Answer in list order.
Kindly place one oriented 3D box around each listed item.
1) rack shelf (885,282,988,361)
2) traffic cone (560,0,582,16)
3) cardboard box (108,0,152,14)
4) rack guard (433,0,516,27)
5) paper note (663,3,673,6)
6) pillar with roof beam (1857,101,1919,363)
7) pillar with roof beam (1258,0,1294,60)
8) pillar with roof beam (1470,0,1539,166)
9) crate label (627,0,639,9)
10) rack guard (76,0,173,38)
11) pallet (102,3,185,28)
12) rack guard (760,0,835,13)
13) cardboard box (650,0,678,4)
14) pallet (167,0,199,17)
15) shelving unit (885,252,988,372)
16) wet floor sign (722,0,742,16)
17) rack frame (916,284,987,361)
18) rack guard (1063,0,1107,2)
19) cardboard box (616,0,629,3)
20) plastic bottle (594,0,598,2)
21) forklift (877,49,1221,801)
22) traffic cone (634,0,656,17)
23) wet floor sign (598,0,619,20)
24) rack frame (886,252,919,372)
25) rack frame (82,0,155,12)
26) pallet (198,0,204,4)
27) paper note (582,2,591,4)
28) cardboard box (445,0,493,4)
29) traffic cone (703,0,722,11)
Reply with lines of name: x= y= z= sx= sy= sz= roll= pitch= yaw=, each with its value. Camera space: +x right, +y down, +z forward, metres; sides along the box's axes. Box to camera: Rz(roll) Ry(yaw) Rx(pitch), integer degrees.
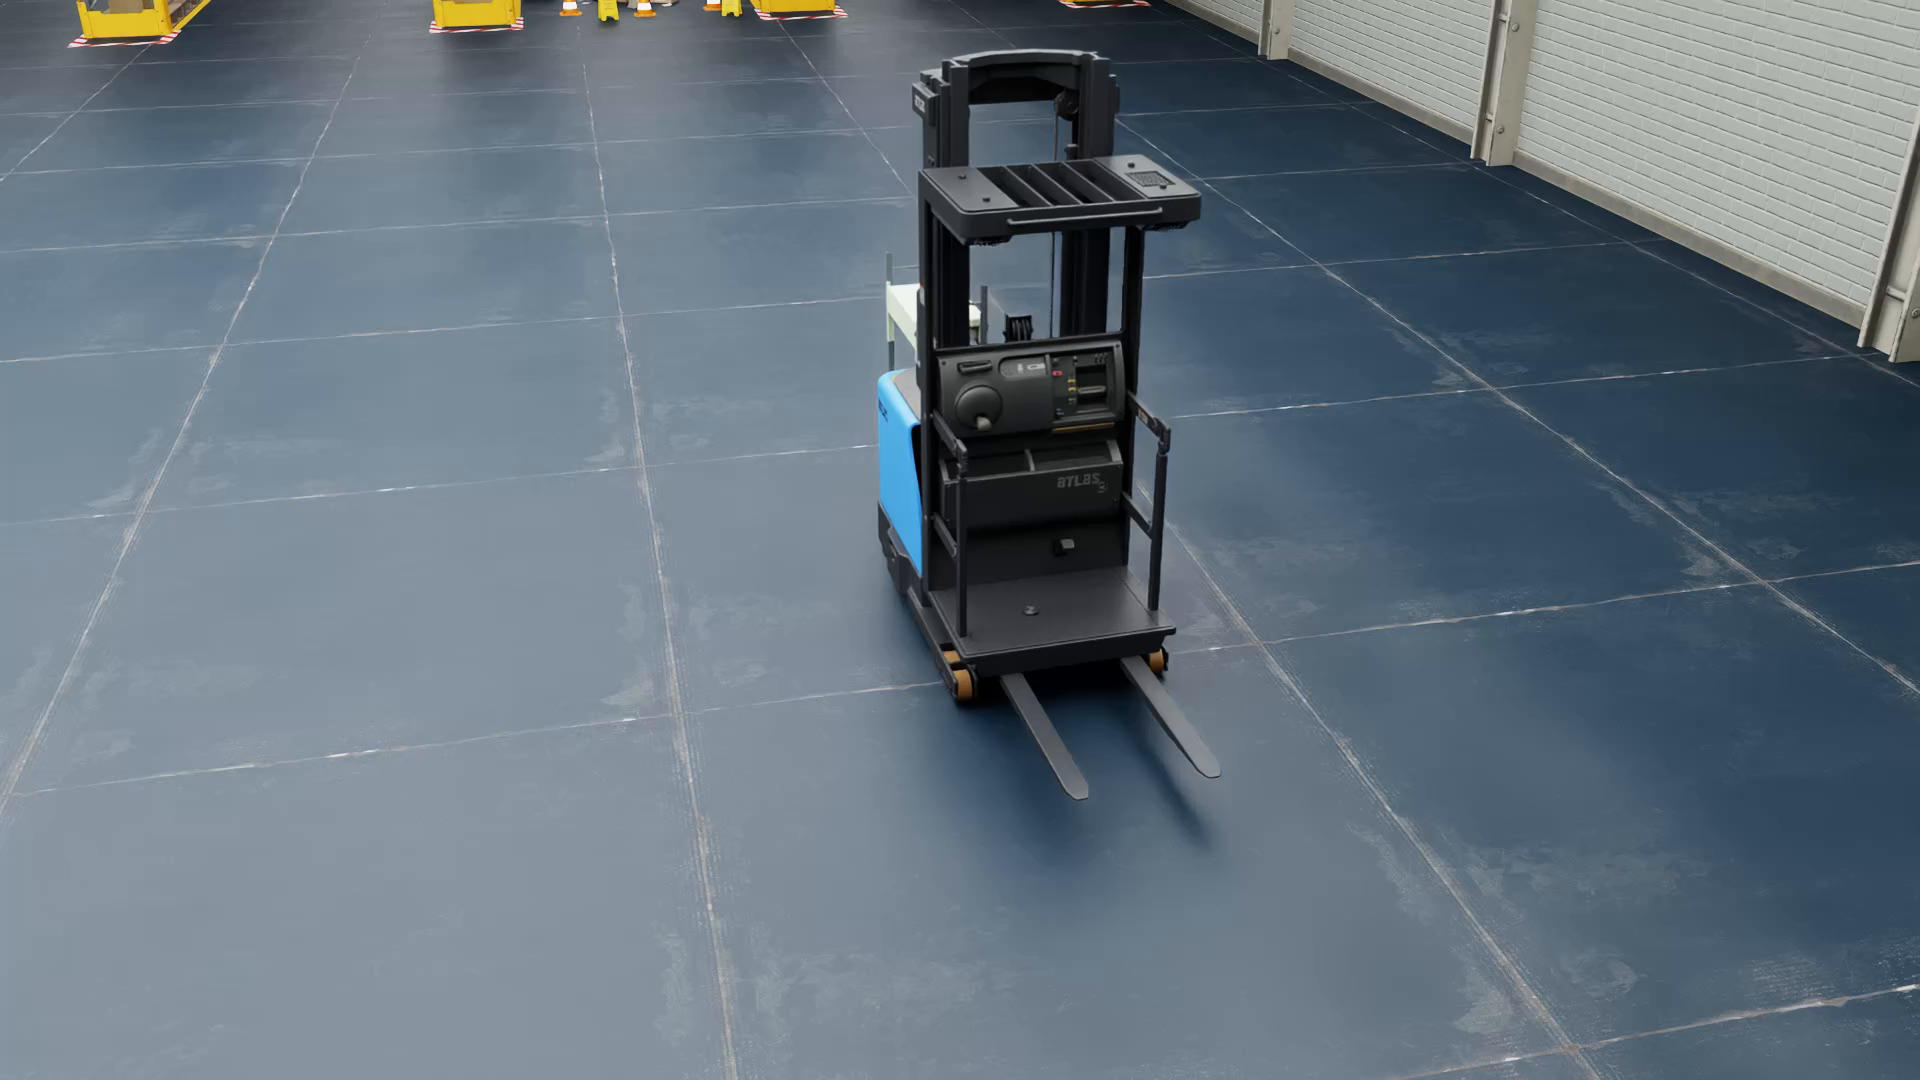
rack shelf: x=-0.143 y=-1.233 z=9.662 sx=0.431 sy=0.370 sz=0.720 roll=-7 pitch=28 yaw=-14
traffic cone: x=-6.106 y=-8.457 z=25.991 sx=0.336 sy=0.463 sz=0.334 roll=-6 pitch=27 yaw=-12
cardboard box: x=-12.349 y=-8.100 z=24.777 sx=0.500 sy=0.500 sz=0.500 roll=-1 pitch=27 yaw=-2
rack guard: x=-7.364 y=-8.085 z=25.214 sx=1.175 sy=0.500 sz=0.348 roll=-6 pitch=27 yaw=-12
paper note: x=-4.722 y=-8.646 z=26.846 sx=0.148 sy=0.019 sz=0.142 roll=-16 pitch=31 yaw=-29
pillar with roof beam: x=2.849 y=-5.001 z=9.670 sx=9.100 sy=9.000 sz=0.400 roll=-6 pitch=27 yaw=-12
pillar with roof beam: x=0.144 y=-10.269 z=20.108 sx=9.100 sy=9.000 sz=0.400 roll=-6 pitch=27 yaw=-12
pillar with roof beam: x=1.497 y=-7.635 z=14.889 sx=9.100 sy=9.000 sz=0.400 roll=-6 pitch=27 yaw=-12
crate label: x=-5.166 y=-8.615 z=26.667 sx=0.250 sy=0.136 sz=0.298 roll=-23 pitch=35 yaw=-38
rack guard: x=-12.242 y=-7.670 z=24.391 sx=1.175 sy=0.500 sz=0.348 roll=-6 pitch=27 yaw=-12
pallet: x=-12.391 y=-7.901 z=25.170 sx=1.003 sy=0.211 sz=1.213 roll=-6 pitch=27 yaw=-12
rack guard: x=-2.587 y=-8.676 z=26.385 sx=1.175 sy=0.500 sz=0.348 roll=-6 pitch=27 yaw=-12
cardboard box: x=-4.833 y=-8.856 z=27.131 sx=0.380 sy=0.149 sz=0.250 roll=8 pitch=28 yaw=15
pallet: x=-12.662 y=-8.436 z=26.229 sx=1.003 sy=0.211 sz=1.213 roll=-6 pitch=27 yaw=-12
shelving unit: x=-0.143 y=-0.884 z=9.838 sx=0.431 sy=1.500 sz=0.755 roll=-7 pitch=28 yaw=-14
wet floor sign: x=-3.569 y=-8.516 z=25.905 sx=0.267 sy=0.644 sz=0.232 roll=3 pitch=27 yaw=6
rack frame: x=-0.046 y=-0.725 z=9.523 sx=0.400 sy=1.500 sz=0.023 roll=-7 pitch=28 yaw=-14
rack guard: x=2.271 y=-9.138 z=27.300 sx=1.175 sy=0.500 sz=0.348 roll=-6 pitch=27 yaw=-12
cardboard box: x=-5.432 y=-9.158 z=27.336 sx=0.637 sy=0.503 sz=0.797 roll=19 pitch=32 yaw=32
plastic bottle: x=-5.969 y=-8.894 z=27.304 sx=0.133 sy=0.061 sz=0.283 roll=-16 pitch=31 yaw=-29
forklift: x=0.412 y=-0.703 z=7.890 sx=1.130 sy=2.935 sz=3.031 roll=-7 pitch=28 yaw=-14
traffic cone: x=-4.928 y=-8.422 z=25.922 sx=0.336 sy=0.463 sz=0.334 roll=-6 pitch=27 yaw=-12
wet floor sign: x=-5.434 y=-8.349 z=25.575 sx=0.267 sy=0.644 sz=0.232 roll=-11 pitch=29 yaw=-20
rack frame: x=-0.241 y=-1.043 z=10.153 sx=0.400 sy=1.500 sz=0.023 roll=-7 pitch=28 yaw=-14
rack frame: x=-12.225 y=-8.752 z=23.762 sx=1.000 sy=3.000 sz=0.127 roll=-6 pitch=27 yaw=-12
pallet: x=-12.940 y=-8.972 z=27.292 sx=1.003 sy=0.211 sz=1.213 roll=-6 pitch=27 yaw=-12
paper note: x=-6.060 y=-8.728 z=27.010 sx=0.144 sy=0.017 sz=0.142 roll=3 pitch=27 yaw=6
cardboard box: x=-7.587 y=-8.742 z=25.632 sx=0.875 sy=0.875 sz=0.875 roll=-6 pitch=27 yaw=-11
traffic cone: x=-3.924 y=-8.684 z=26.441 sx=0.336 sy=0.463 sz=0.334 roll=-6 pitch=27 yaw=-12
